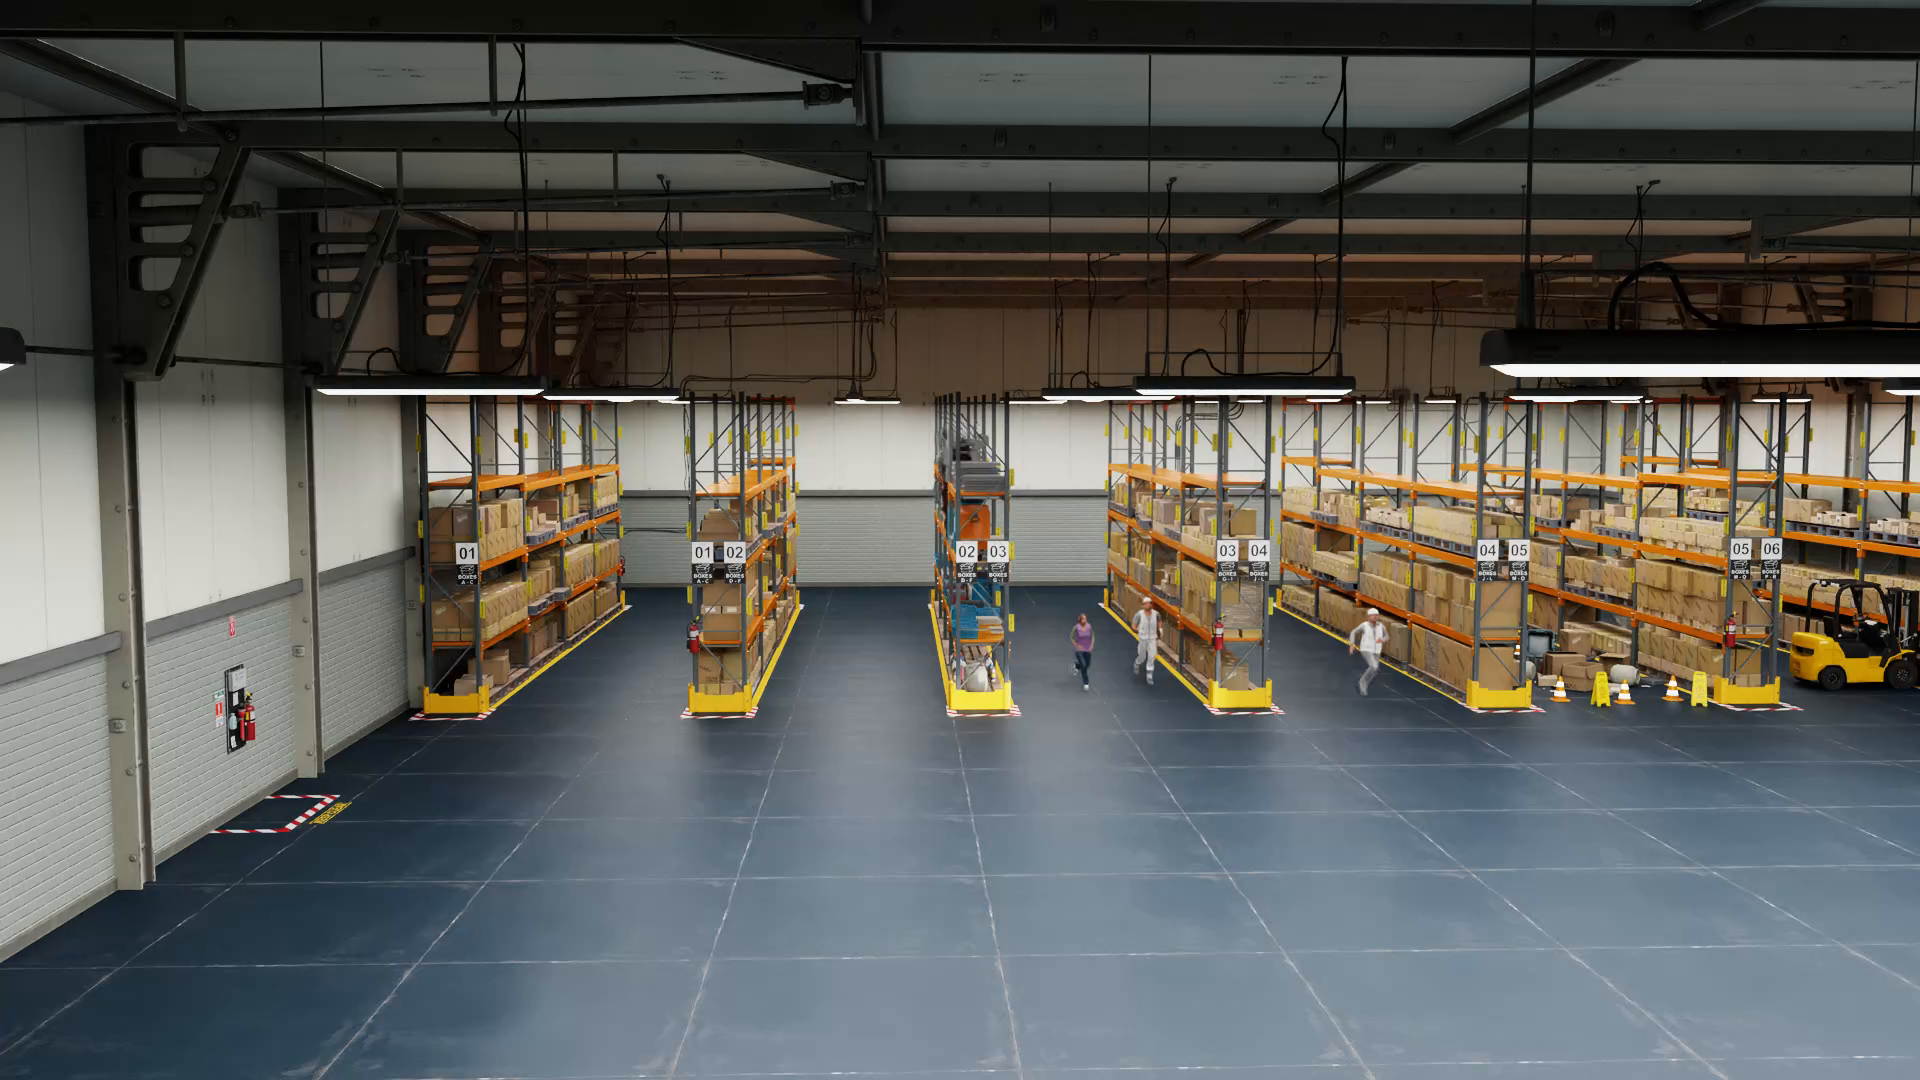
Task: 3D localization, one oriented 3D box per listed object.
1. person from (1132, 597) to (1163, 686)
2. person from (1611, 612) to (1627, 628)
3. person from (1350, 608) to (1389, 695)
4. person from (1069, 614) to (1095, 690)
[{"bbox_3d":[3.887,2.061,34.545,0.667,1.765,0.956,0,5,-5],"label":"person"},{"bbox_3d":[16.593,1.553,41.759,0.588,1.646,0.546,0,5,-5],"label":"person"},{"bbox_3d":[8.159,2.218,33.028,0.718,1.734,0.640,-2,5,-21],"label":"person"},{"bbox_3d":[2.462,2.257,33.885,0.565,1.567,0.680,-2,5,-20],"label":"person"}]
